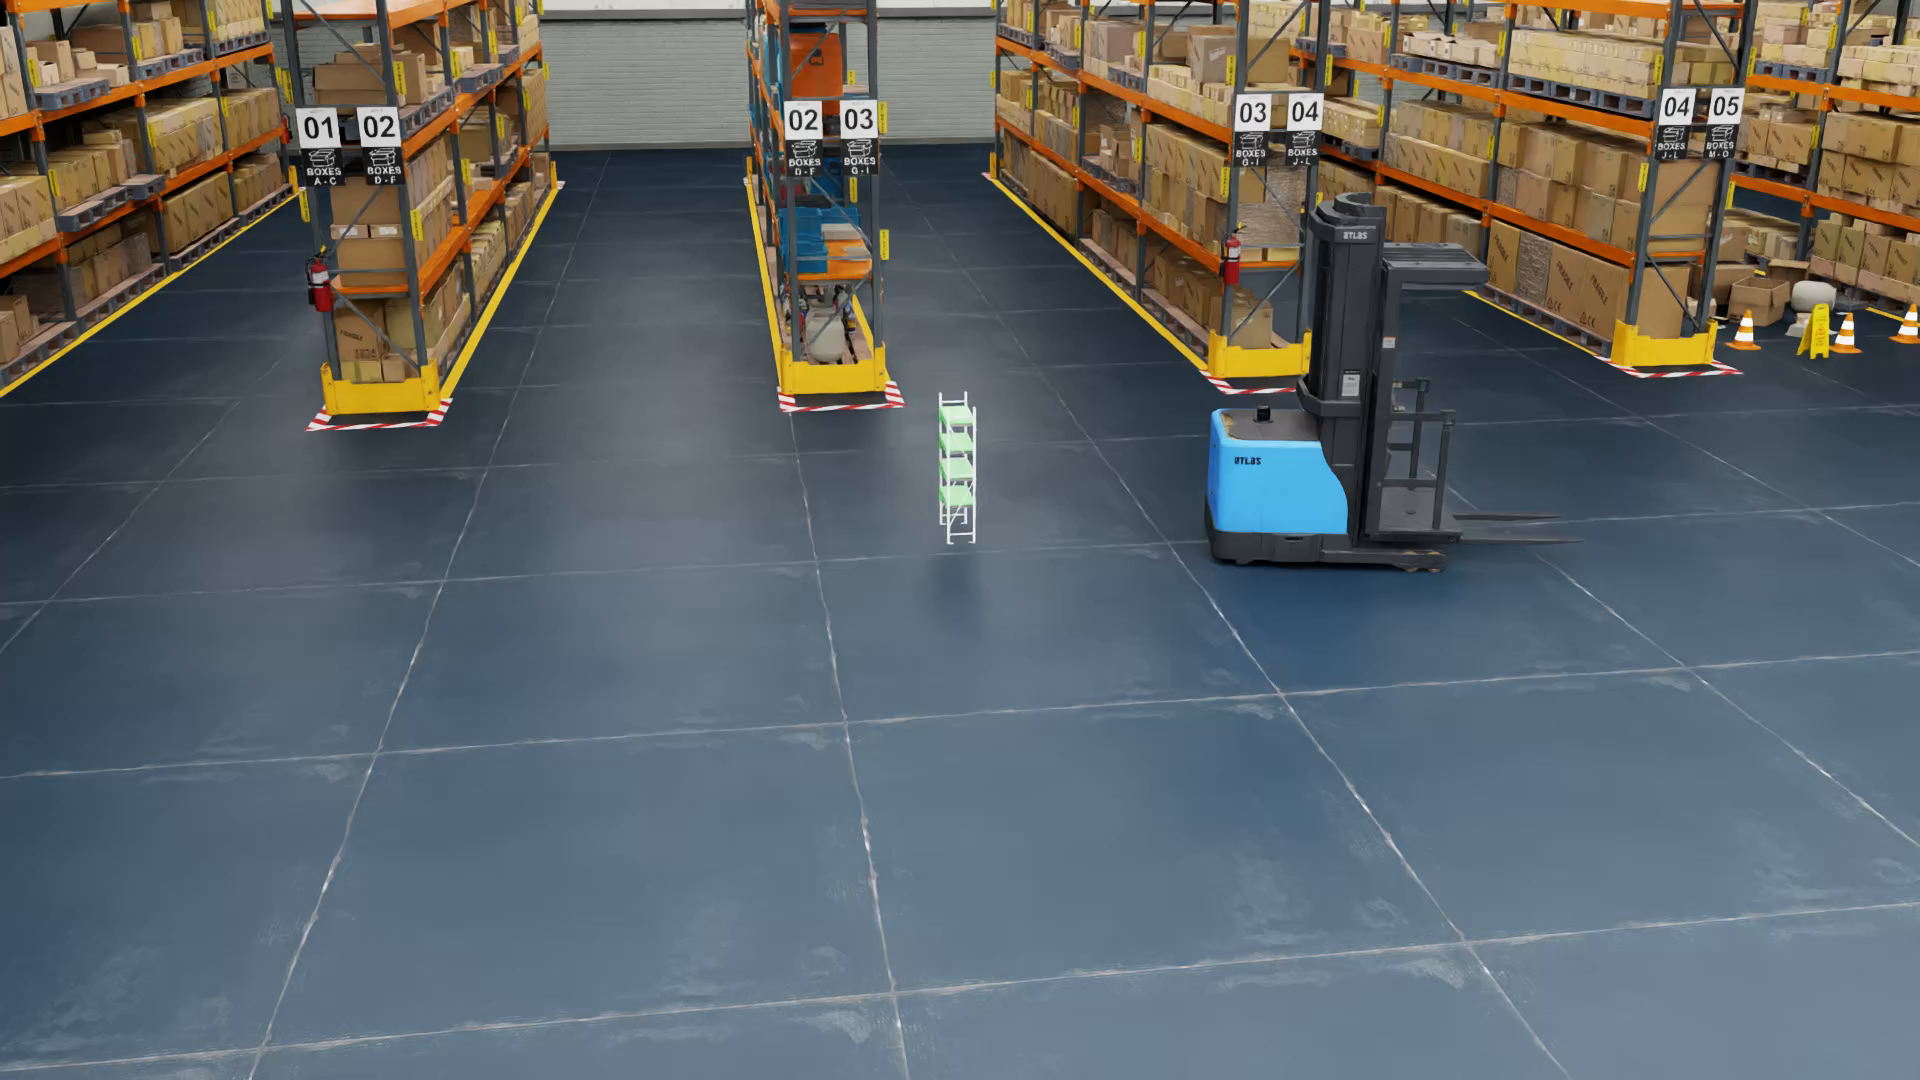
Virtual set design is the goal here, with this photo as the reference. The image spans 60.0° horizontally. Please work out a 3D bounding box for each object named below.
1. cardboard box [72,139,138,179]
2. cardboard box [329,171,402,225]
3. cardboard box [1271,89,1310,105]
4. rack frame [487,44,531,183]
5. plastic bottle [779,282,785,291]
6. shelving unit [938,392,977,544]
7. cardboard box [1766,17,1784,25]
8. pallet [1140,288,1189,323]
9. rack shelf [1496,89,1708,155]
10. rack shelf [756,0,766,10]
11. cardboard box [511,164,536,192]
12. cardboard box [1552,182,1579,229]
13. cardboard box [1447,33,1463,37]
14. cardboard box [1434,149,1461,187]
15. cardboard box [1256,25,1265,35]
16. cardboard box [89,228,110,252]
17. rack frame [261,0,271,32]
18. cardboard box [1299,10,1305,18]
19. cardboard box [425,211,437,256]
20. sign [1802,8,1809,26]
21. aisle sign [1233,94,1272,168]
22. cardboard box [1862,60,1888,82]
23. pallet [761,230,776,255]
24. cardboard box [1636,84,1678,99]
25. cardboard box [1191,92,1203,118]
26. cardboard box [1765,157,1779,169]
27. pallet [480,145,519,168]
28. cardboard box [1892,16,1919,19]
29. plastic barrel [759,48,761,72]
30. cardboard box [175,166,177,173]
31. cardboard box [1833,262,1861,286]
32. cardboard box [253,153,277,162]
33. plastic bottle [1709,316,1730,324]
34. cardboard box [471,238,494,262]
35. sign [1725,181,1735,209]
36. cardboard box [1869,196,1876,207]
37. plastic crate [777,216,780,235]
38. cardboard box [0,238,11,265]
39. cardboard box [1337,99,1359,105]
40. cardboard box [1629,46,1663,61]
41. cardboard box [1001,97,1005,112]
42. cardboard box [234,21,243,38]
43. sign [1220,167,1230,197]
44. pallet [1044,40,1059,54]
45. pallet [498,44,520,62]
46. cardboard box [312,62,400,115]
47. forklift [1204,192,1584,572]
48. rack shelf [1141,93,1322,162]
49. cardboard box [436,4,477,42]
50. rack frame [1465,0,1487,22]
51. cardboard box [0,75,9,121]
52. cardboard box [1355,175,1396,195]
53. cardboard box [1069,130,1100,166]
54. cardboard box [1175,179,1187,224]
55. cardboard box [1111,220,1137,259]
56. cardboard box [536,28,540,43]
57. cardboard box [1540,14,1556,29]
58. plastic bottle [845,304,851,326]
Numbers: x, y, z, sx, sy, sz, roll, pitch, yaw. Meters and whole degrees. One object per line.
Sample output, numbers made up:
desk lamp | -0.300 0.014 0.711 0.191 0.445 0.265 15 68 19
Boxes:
cardboard box | -12.258 -5.458 23.846 0.700 0.500 0.500 -5 21 -14
cardboard box | -6.344 -3.684 17.870 0.700 0.500 0.500 -3 21 -8
cardboard box | 3.711 -4.976 18.683 0.380 0.149 0.250 -3 21 -8
rack frame | -8.011 -7.004 28.755 1.000 3.000 0.127 -3 21 -8
plastic bottle | -2.344 -3.278 22.050 0.097 0.271 0.097 0 20 0
shelving unit | -0.024 -0.619 14.234 0.258 1.200 0.503 -3 21 -8
cardboard box | 16.107 -10.062 32.444 0.500 0.250 0.500 -4 21 -10
pallet | 3.077 -3.195 22.543 1.003 0.211 1.213 -3 21 -8
rack shelf | 8.156 -5.323 20.996 1.077 0.370 4.000 -3 21 -8
rack shelf | -2.244 -7.461 23.004 1.077 0.370 4.000 -3 21 -8
cardboard box | -8.287 -6.690 30.856 0.797 0.503 0.637 -3 21 -8
cardboard box | 8.172 -4.330 21.381 0.875 0.550 0.500 -3 21 -8
cardboard box | 7.739 -7.592 25.429 0.500 0.311 0.500 -3 21 -8
cardboard box | 7.383 -5.511 24.616 0.500 0.500 0.500 -3 21 -7
cardboard box | 6.109 -9.908 32.459 0.500 0.250 0.500 -4 21 -10
cardboard box | -12.081 -4.129 22.930 0.500 0.250 0.500 -3 21 -8
rack frame | -13.489 -10.948 30.741 1.000 3.000 0.127 -3 21 -8
cardboard box | 6.399 -9.568 30.262 0.380 0.149 0.250 -4 21 -10
cardboard box | -6.562 -3.594 19.482 0.700 0.500 0.500 -2 21 -6
sign | 15.974 -9.871 31.405 0.100 0.325 0.005 -3 21 -8
aisle sign | 3.234 -4.528 18.412 0.394 0.787 0.004 -3 21 -8
cardboard box | 12.628 -6.362 22.539 0.500 0.250 0.500 -3 21 -8
pallet | -2.687 -4.832 26.925 1.003 0.211 1.213 -3 21 -8
cardboard box | 8.061 -5.191 19.232 0.380 0.149 0.250 -3 21 -8
cardboard box | 3.061 -5.187 19.818 0.500 0.250 0.500 -2 21 -7
cardboard box | 12.311 -5.655 24.902 0.380 0.149 0.250 -3 21 -9
pallet | -7.720 -6.202 26.883 1.003 0.211 1.213 -3 21 -8
cardboard box | 16.917 -9.294 29.790 0.380 0.149 0.250 -2 21 -6
plastic barrel | -2.791 -7.202 24.839 0.421 0.512 0.421 0 20 0
cardboard box | -12.341 -5.739 25.700 0.380 0.149 0.250 -2 21 -7
cardboard box | 12.658 -3.738 23.342 0.500 0.250 0.500 -2 21 -5
cardboard box | -13.091 -7.194 31.311 0.380 0.149 0.250 -3 21 -8
plastic bottle | 10.022 -2.915 22.007 0.133 0.061 0.283 -11 23 -26
cardboard box | -6.894 -4.093 23.490 0.500 0.311 0.500 -2 21 -6
sign | 8.995 -4.031 19.445 0.100 0.325 0.005 -3 21 -8
cardboard box | 12.707 -4.636 22.774 0.380 0.149 0.250 -3 21 -8
plastic crate | -2.040 -3.899 20.745 0.450 0.188 0.662 -3 21 -8
cardboard box | -11.166 -3.253 18.898 0.500 0.250 0.500 -3 21 -7
cardboard box | 7.005 -7.853 29.937 0.380 0.149 0.250 -4 21 -9
cardboard box | 8.026 -5.653 19.328 0.380 0.149 0.250 -3 21 -7
cardboard box | 1.099 -8.597 32.809 0.500 0.250 0.500 -3 21 -8
cardboard box | -12.892 -8.938 29.118 0.500 0.250 0.500 -3 21 -9
sign | 2.970 -4.017 18.651 0.100 0.325 0.005 -3 21 -8
pallet | 1.973 -8.503 28.755 0.805 0.209 1.217 -4 21 -10
pallet | -7.987 -8.091 27.649 1.213 0.211 1.003 -3 21 -8
cardboard box | -6.360 -4.764 17.523 0.797 0.503 0.637 -1 21 -4
forklift | 3.625 -1.303 13.589 3.031 2.935 1.130 1 21 3
rack shelf | 3.234 -5.108 20.420 1.077 0.370 4.000 -3 21 -8
cardboard box | -7.491 -7.690 24.735 0.500 0.500 0.500 -3 21 -8
rack frame | 11.022 -12.197 34.086 1.000 3.000 0.127 -3 21 -8
cardboard box | -11.382 -5.106 19.215 0.500 0.500 0.500 -5 21 -12
cardboard box | 6.933 -5.933 27.788 0.500 0.250 0.500 -3 21 -9
cardboard box | 2.052 -6.322 26.788 0.500 0.500 0.500 -2 21 -6
cardboard box | 3.189 -4.241 20.791 0.875 0.500 0.500 -3 21 -8
cardboard box | 2.666 -4.534 25.086 0.700 0.500 0.500 -1 21 -3
cardboard box | -8.253 -9.559 31.524 0.500 0.250 0.500 -3 21 -8
cardboard box | 11.190 -9.793 31.384 0.396 0.266 0.258 -2 21 -6
plastic bottle | -1.396 -2.822 20.830 0.097 0.271 0.097 0 20 0
